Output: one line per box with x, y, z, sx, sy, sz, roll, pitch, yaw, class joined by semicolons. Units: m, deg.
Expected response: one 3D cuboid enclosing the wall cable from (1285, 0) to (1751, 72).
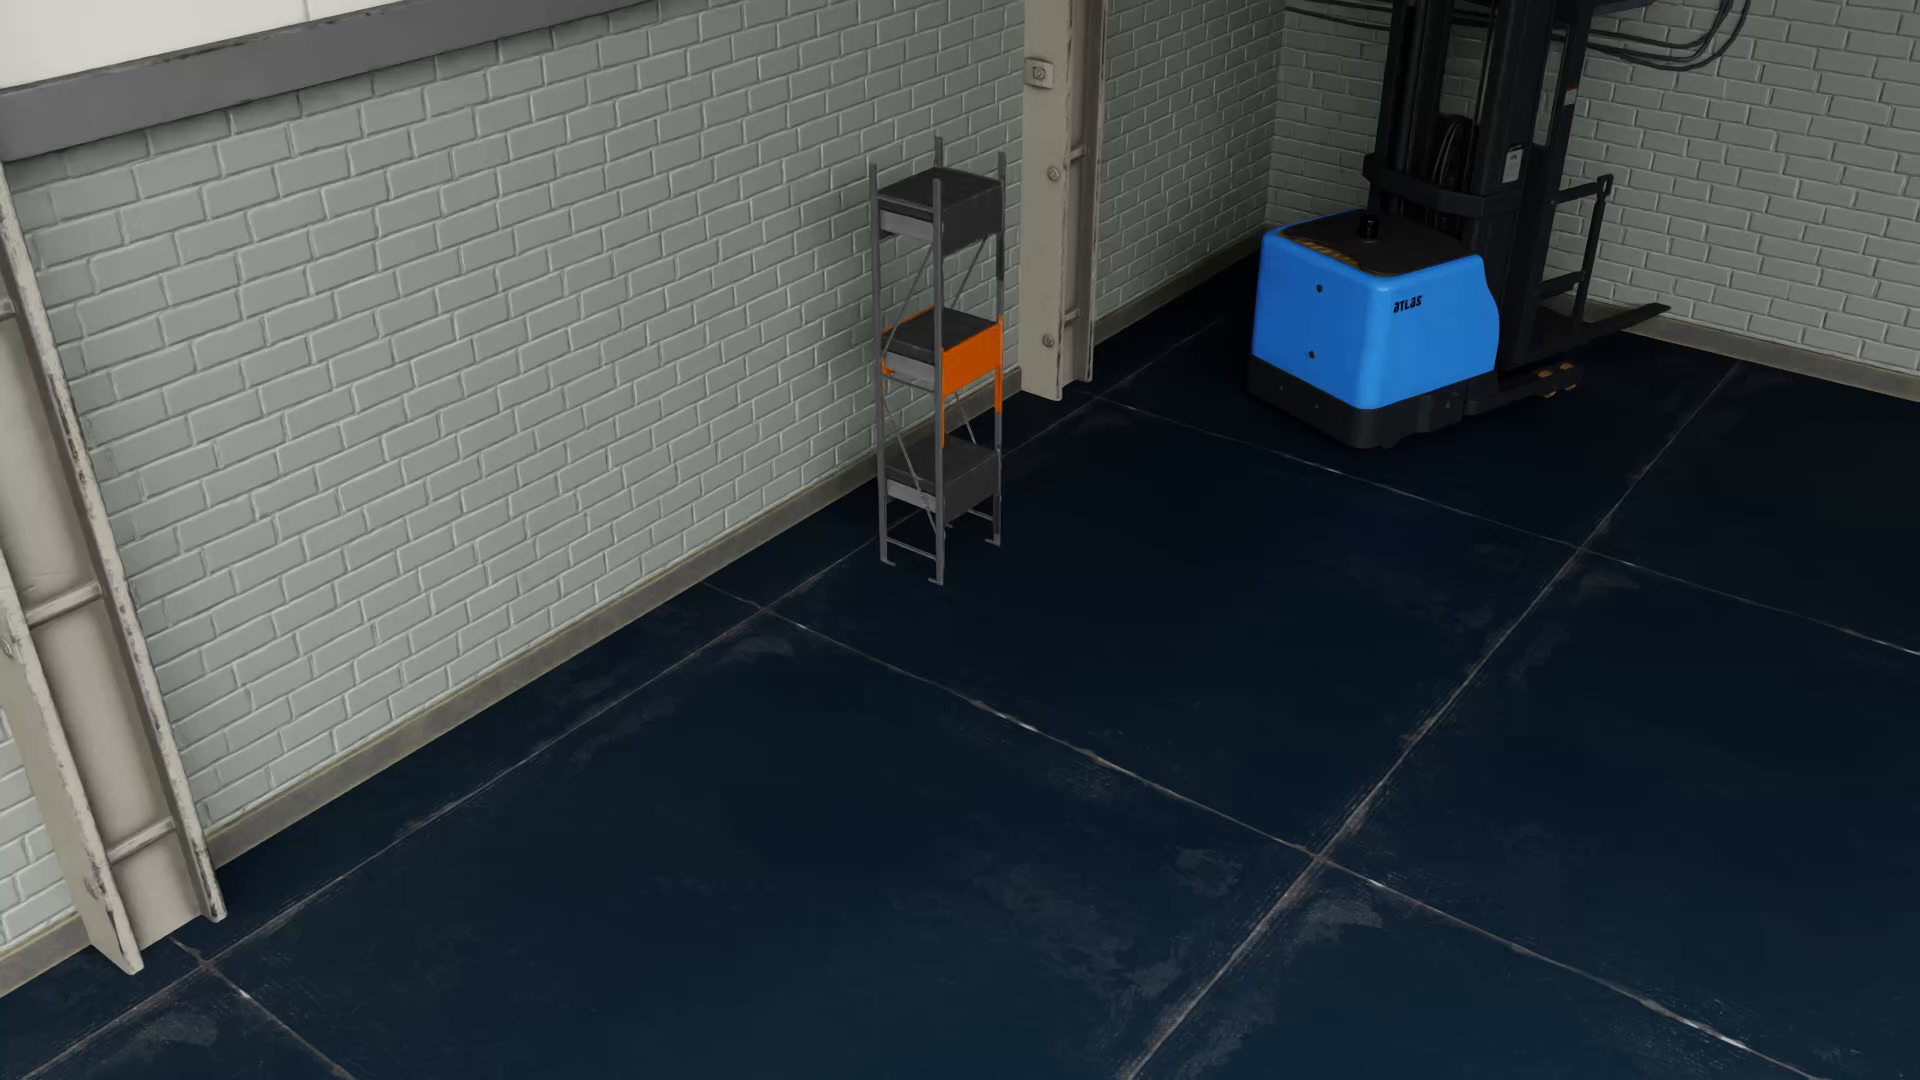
3.426;-4.302;10.229;3.097;2.526;0.112;21;37;31;wall cable

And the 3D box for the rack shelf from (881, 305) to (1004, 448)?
-0.100;-0.824;8.108;0.431;0.518;0.480;21;37;31;rack shelf

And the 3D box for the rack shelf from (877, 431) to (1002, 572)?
-0.100;-0.222;8.465;0.431;0.518;0.480;21;37;31;rack shelf

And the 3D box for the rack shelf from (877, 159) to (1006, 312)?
-0.100;-1.426;7.751;0.431;0.518;0.480;21;37;31;rack shelf

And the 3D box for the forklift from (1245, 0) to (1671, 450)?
3.258;-2.343;9.828;3.031;2.935;1.130;-18;35;-28;forklift

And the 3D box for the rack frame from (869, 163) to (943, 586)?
-0.247;-0.737;7.934;0.400;2.100;0.015;21;37;31;rack frame

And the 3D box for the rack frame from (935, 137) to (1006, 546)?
0.047;-0.935;8.268;0.400;2.100;0.015;21;37;31;rack frame

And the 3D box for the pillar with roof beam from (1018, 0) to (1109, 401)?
4.025;-3.523;5.868;9.100;9.000;0.400;21;37;31;pillar with roof beam

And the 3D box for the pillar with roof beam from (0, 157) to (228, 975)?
0.404;-1.084;1.752;9.100;9.000;0.400;21;37;31;pillar with roof beam

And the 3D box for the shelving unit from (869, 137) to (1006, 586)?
-0.100;-0.836;8.101;0.431;2.100;0.503;21;37;31;shelving unit
